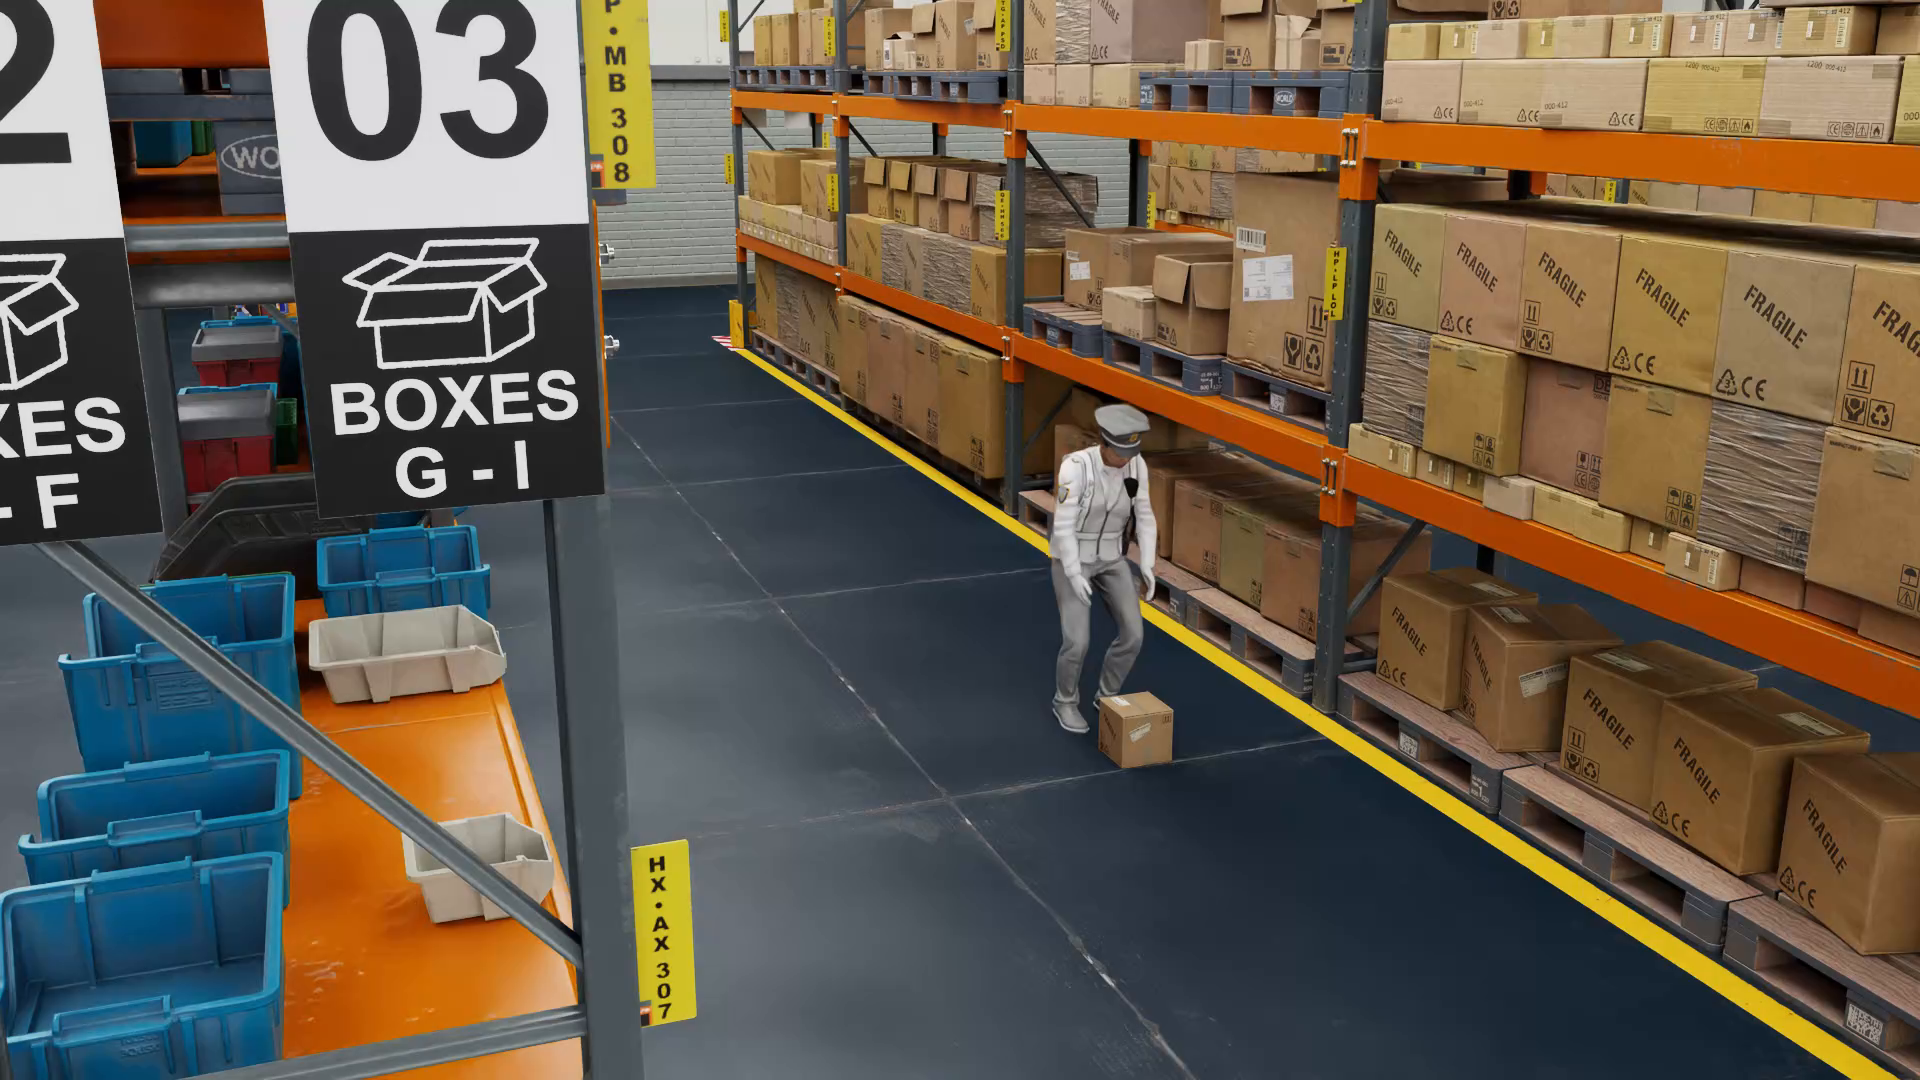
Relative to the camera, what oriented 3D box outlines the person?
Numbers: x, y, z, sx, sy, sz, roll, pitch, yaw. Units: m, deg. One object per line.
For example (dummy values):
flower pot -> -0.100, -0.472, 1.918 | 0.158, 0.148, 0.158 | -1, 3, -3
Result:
person -> 0.681, 0.157, 7.792 | 0.529, 1.501, 0.607 | -6, 17, -20
